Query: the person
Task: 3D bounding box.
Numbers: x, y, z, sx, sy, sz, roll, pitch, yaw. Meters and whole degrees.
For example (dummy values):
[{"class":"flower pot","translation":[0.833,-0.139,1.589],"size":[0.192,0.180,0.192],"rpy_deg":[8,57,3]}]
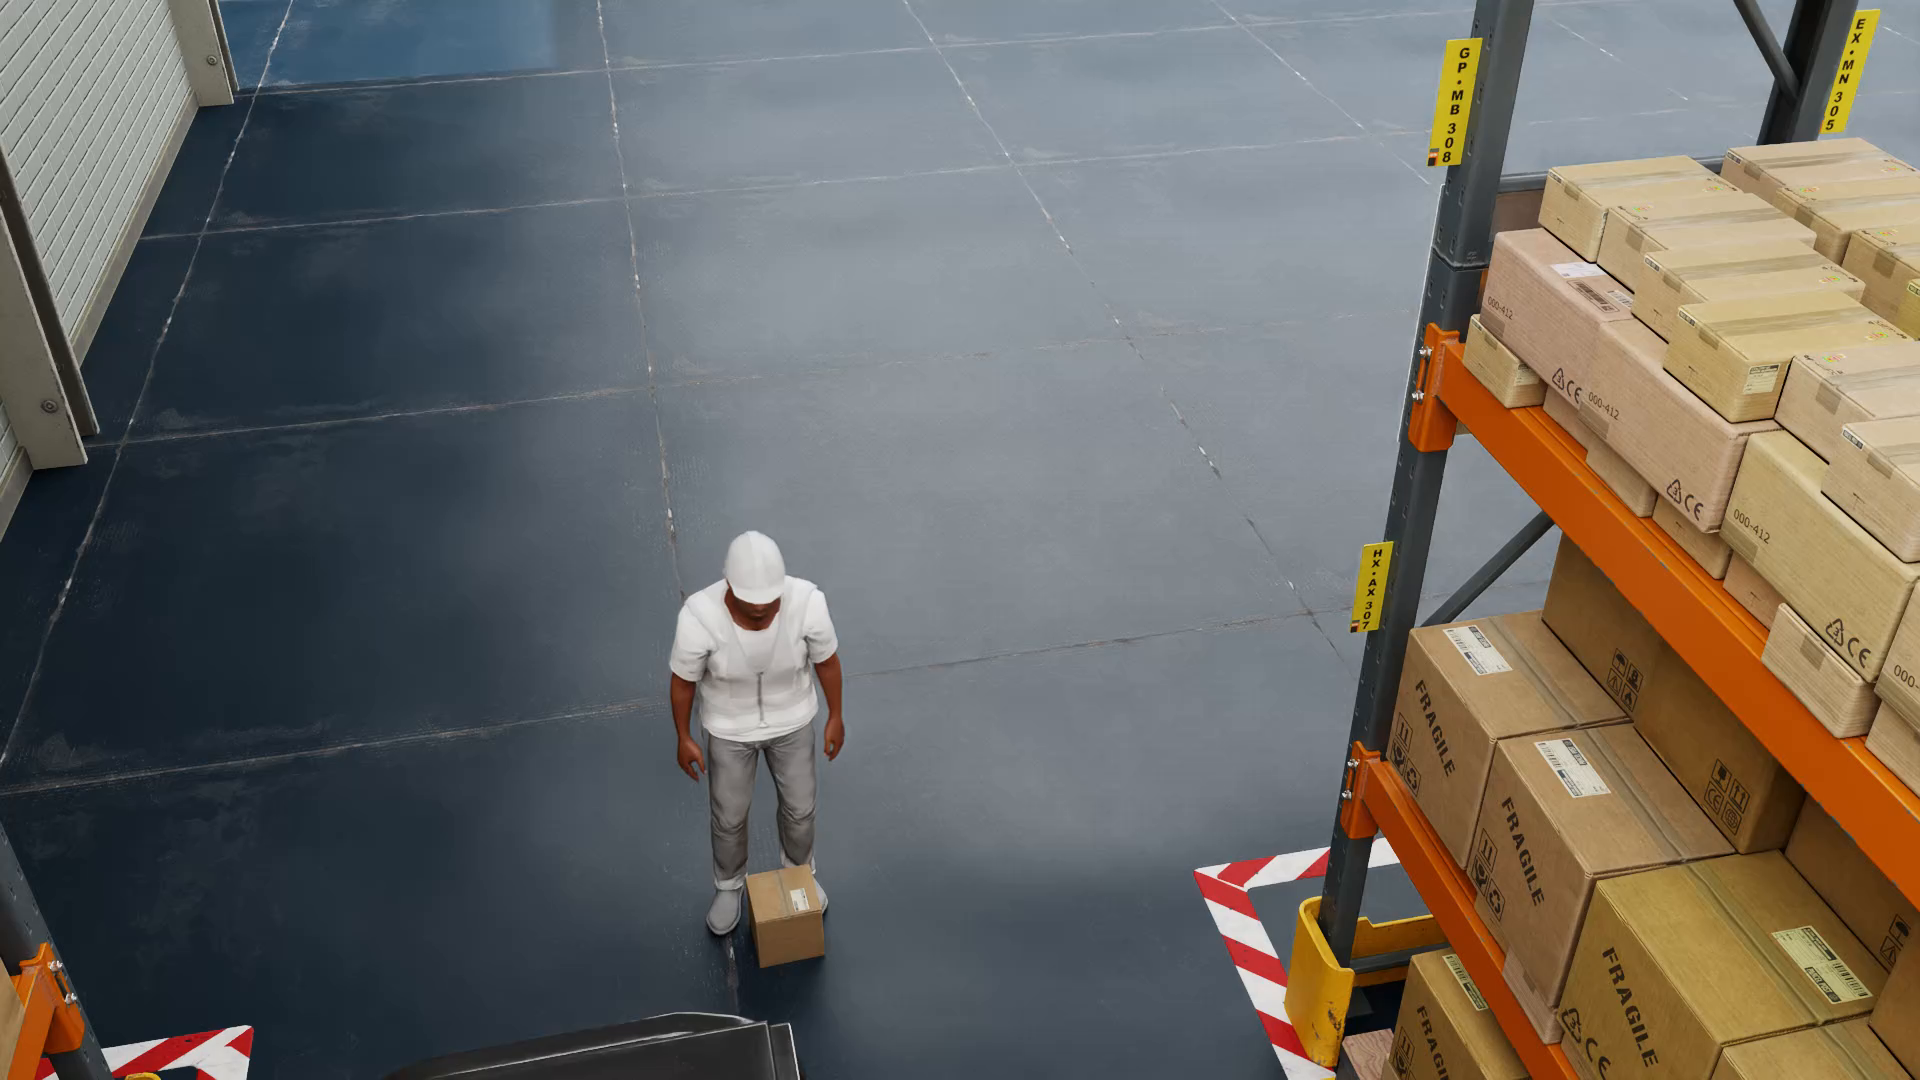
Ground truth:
[{"class":"person","translation":[-0.731,0.692,6.107],"size":[0.629,1.761,0.462],"rpy_deg":[-7,35,-11]}]
